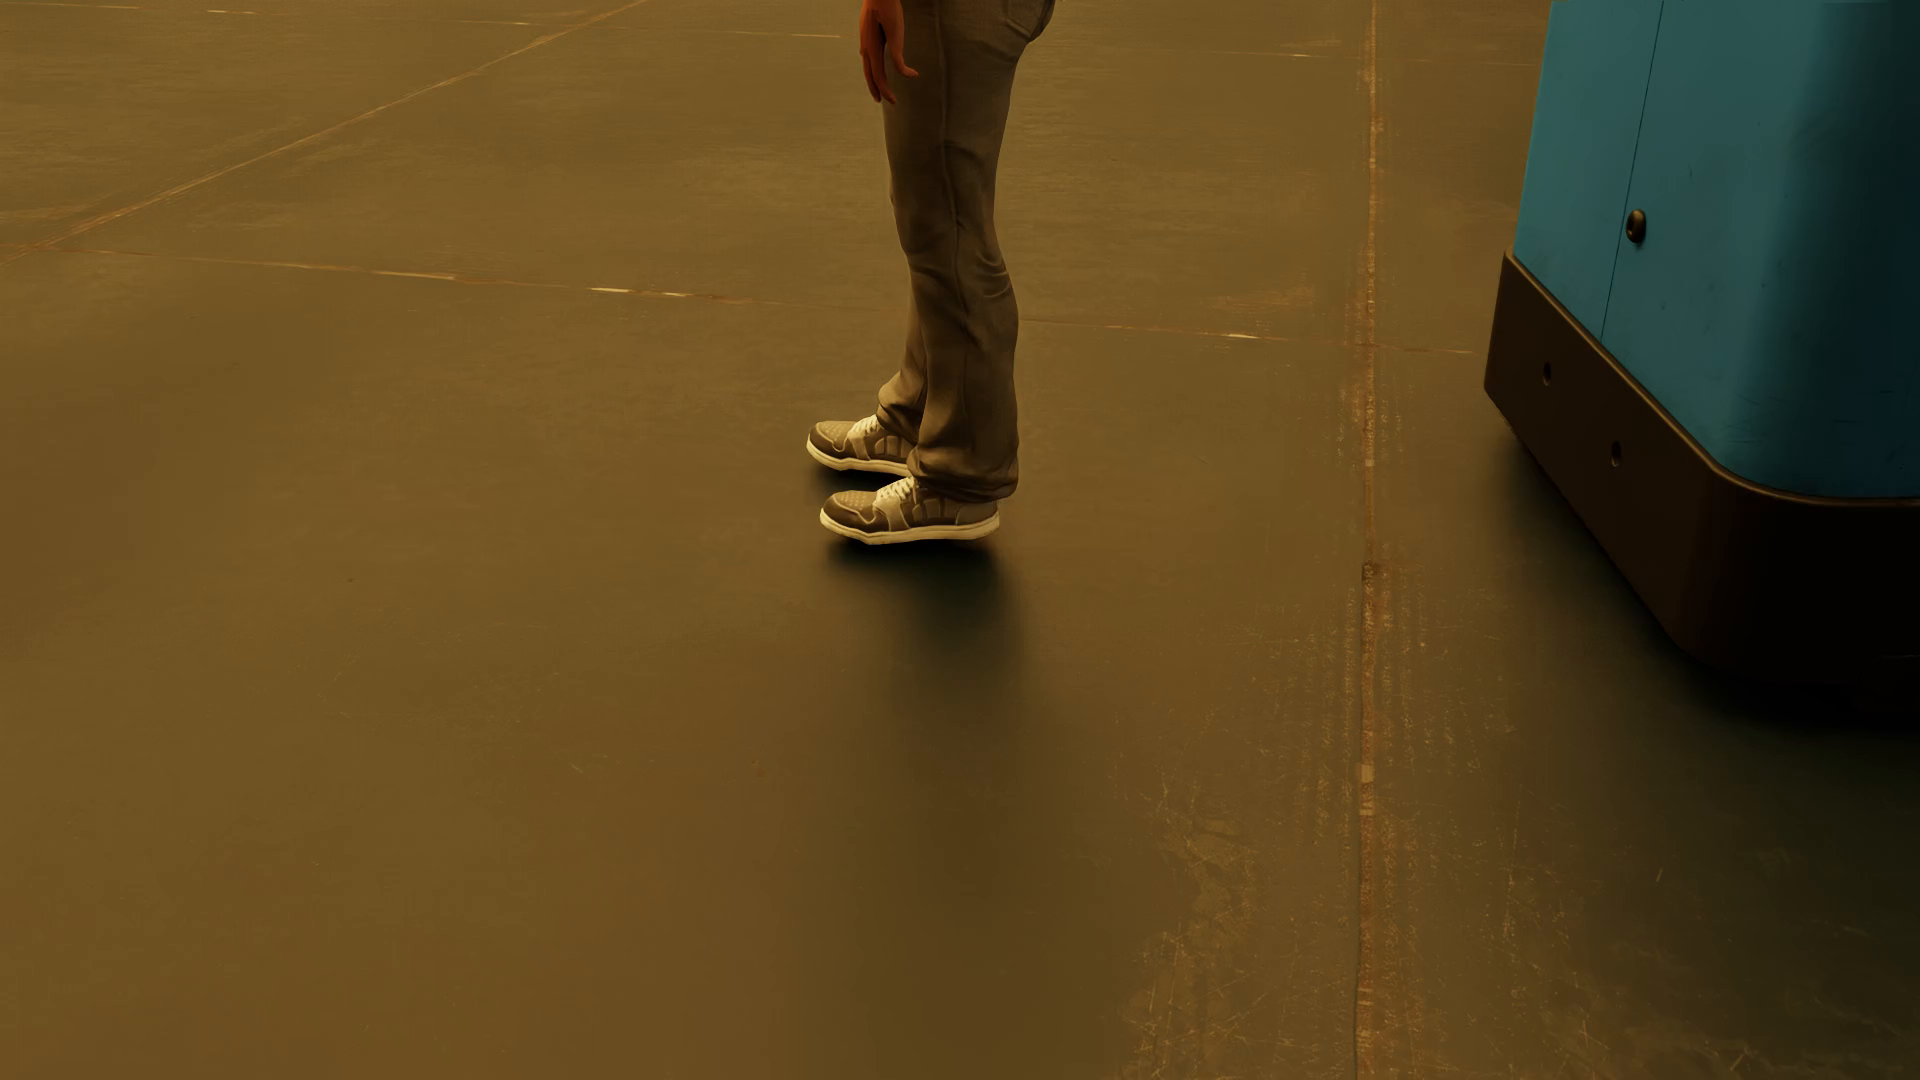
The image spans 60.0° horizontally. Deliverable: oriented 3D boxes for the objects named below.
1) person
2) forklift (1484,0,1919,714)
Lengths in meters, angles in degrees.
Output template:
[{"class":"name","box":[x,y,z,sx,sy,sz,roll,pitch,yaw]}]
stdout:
[{"class":"person","box":[-0.069,-0.733,2.164,0.475,1.597,0.520,6,27,11]},{"class":"forklift","box":[2.411,-1.305,1.832,3.031,2.935,1.130,0,27,0]}]
